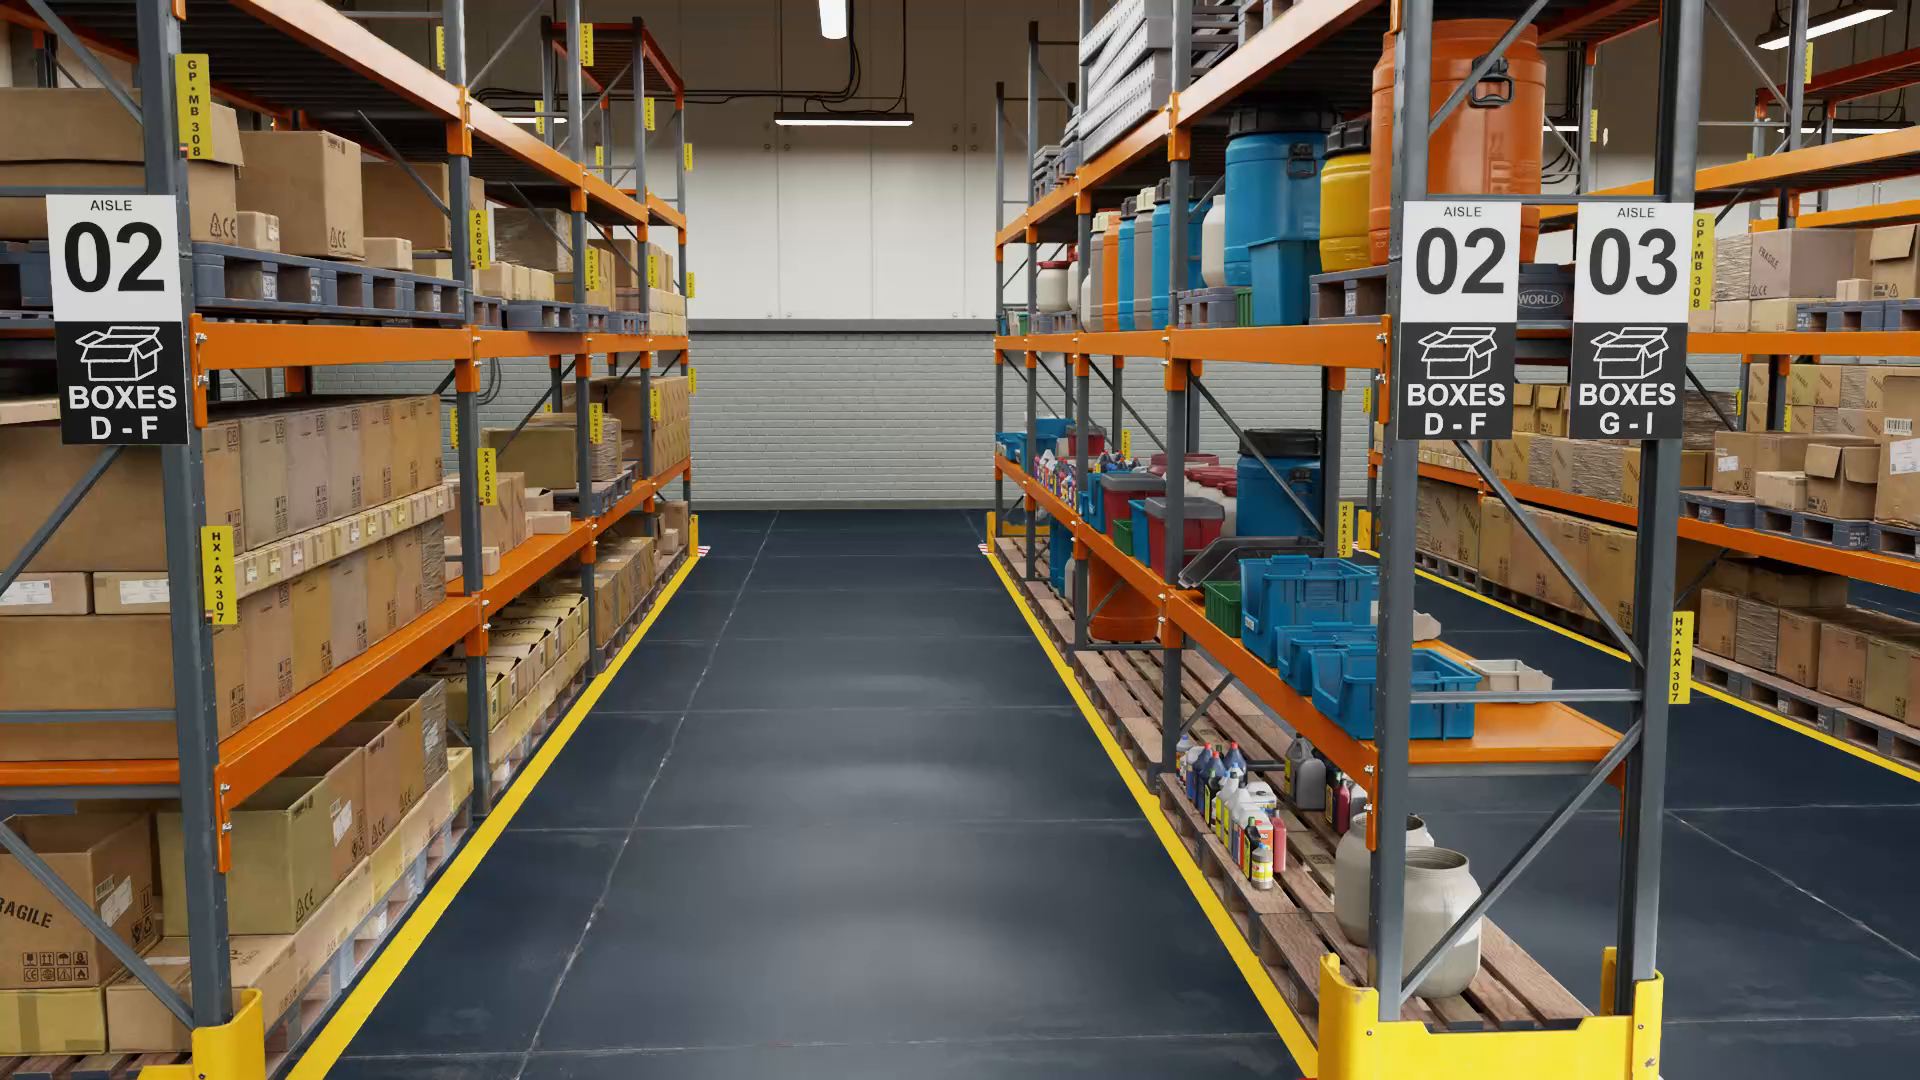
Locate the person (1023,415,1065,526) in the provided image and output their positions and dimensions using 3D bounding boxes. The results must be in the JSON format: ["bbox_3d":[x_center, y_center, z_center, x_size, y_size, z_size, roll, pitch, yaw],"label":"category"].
[{"bbox_3d":[1.376,-0.870,23.016,0.994,1.728,0.675,0,7,3],"label":"person"}]
